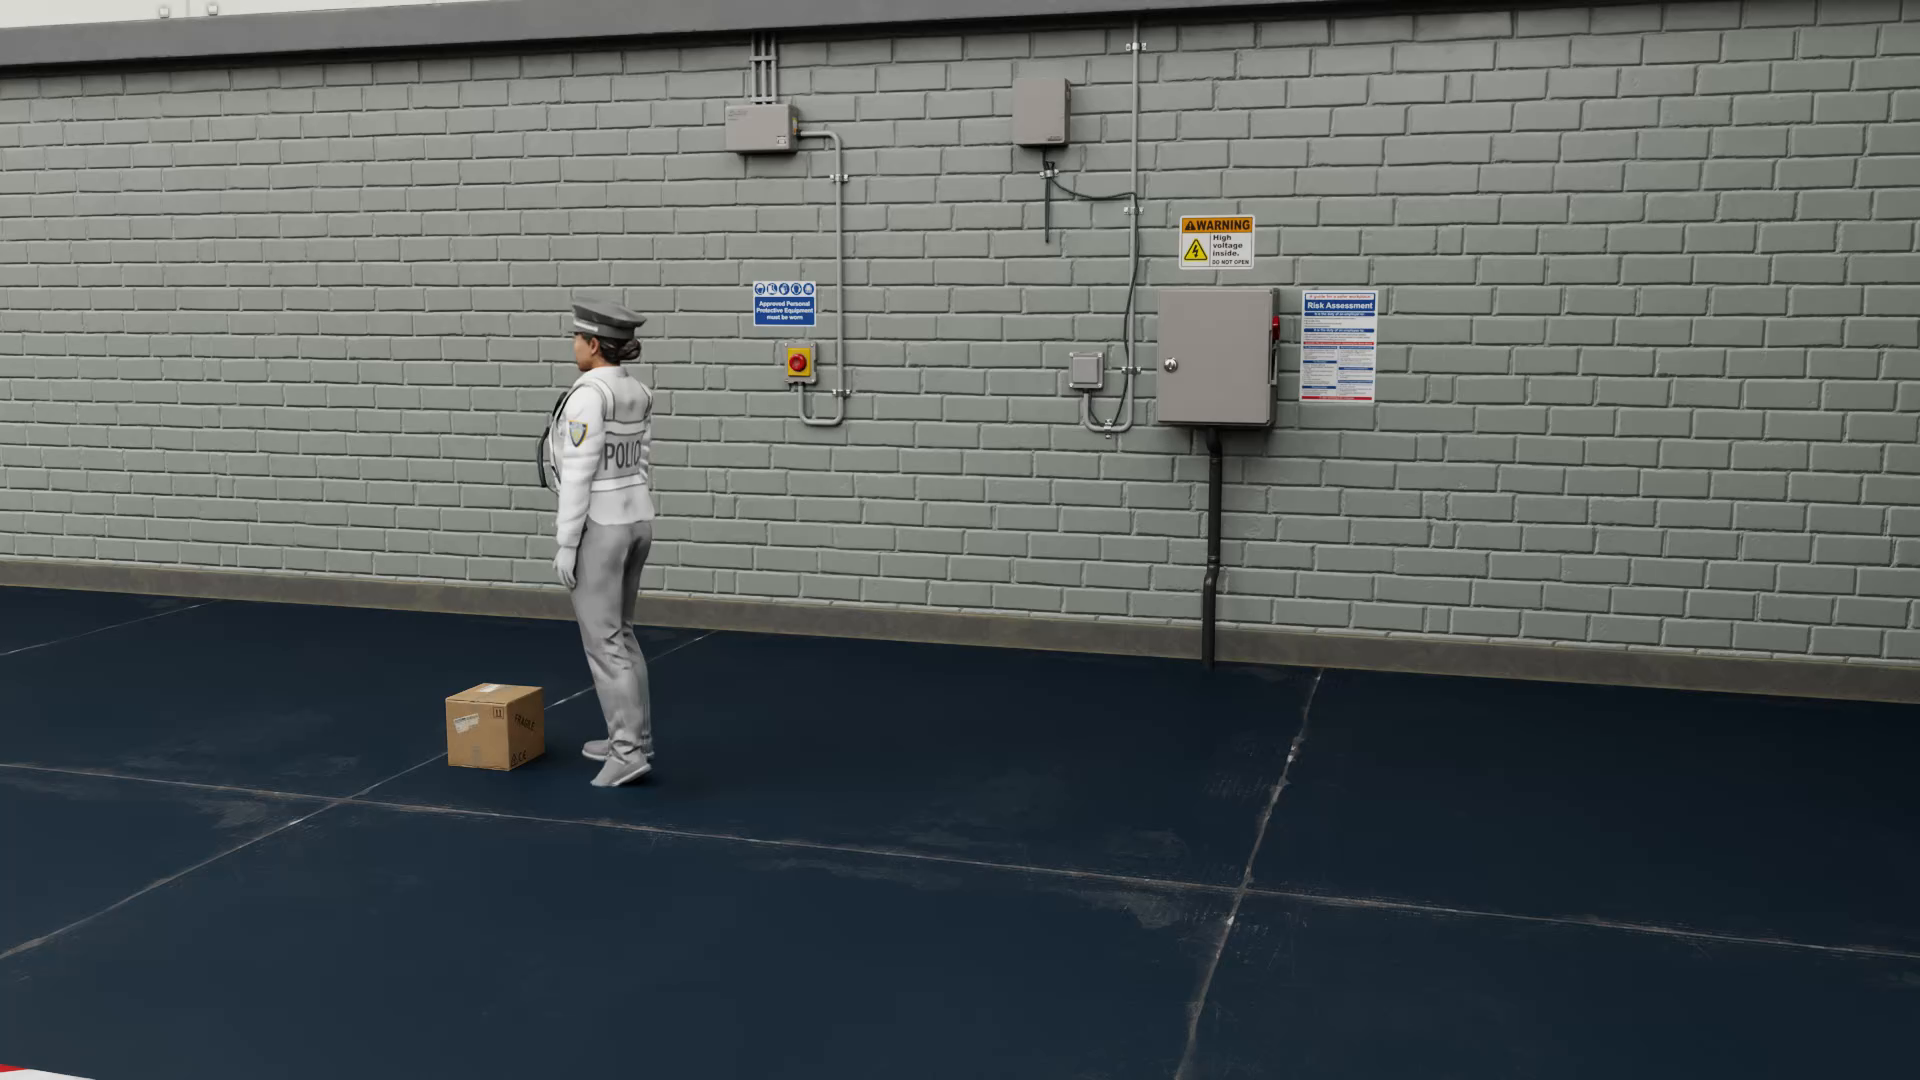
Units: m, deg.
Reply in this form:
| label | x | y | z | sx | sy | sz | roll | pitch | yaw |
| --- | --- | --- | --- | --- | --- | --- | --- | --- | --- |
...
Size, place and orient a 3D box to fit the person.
| label | x | y | z | sx | sy | sz | roll | pitch | yaw |
| --- | --- | --- | --- | --- | --- | --- | --- | --- | --- |
| person | -1.242 | 0.039 | 5.830 | 0.391 | 1.719 | 0.473 | 3 | 9 | 17 |
